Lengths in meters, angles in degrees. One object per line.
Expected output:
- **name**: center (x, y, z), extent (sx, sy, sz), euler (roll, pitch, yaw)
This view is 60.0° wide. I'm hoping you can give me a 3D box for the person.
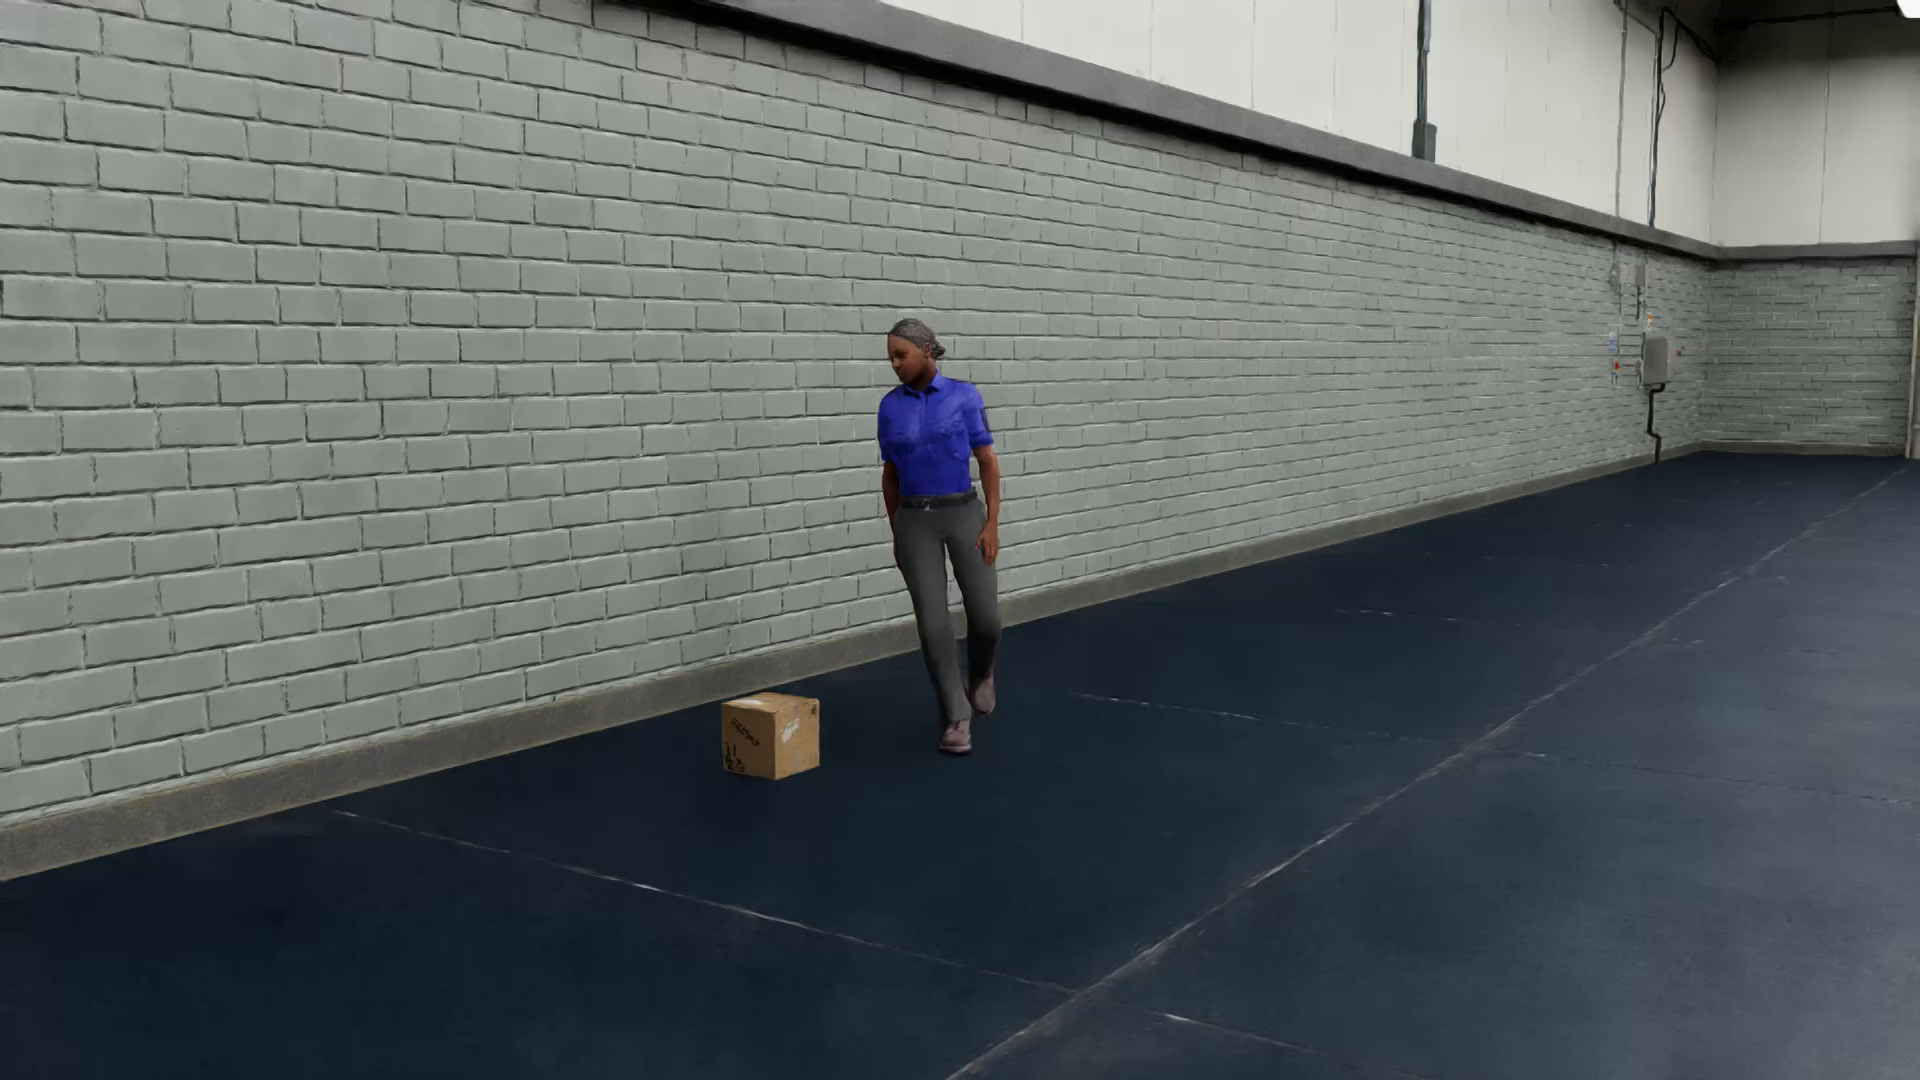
- **person**: center (-0.073, -0.036, 6.439), extent (0.504, 1.629, 0.622), euler (1, 6, 9)
